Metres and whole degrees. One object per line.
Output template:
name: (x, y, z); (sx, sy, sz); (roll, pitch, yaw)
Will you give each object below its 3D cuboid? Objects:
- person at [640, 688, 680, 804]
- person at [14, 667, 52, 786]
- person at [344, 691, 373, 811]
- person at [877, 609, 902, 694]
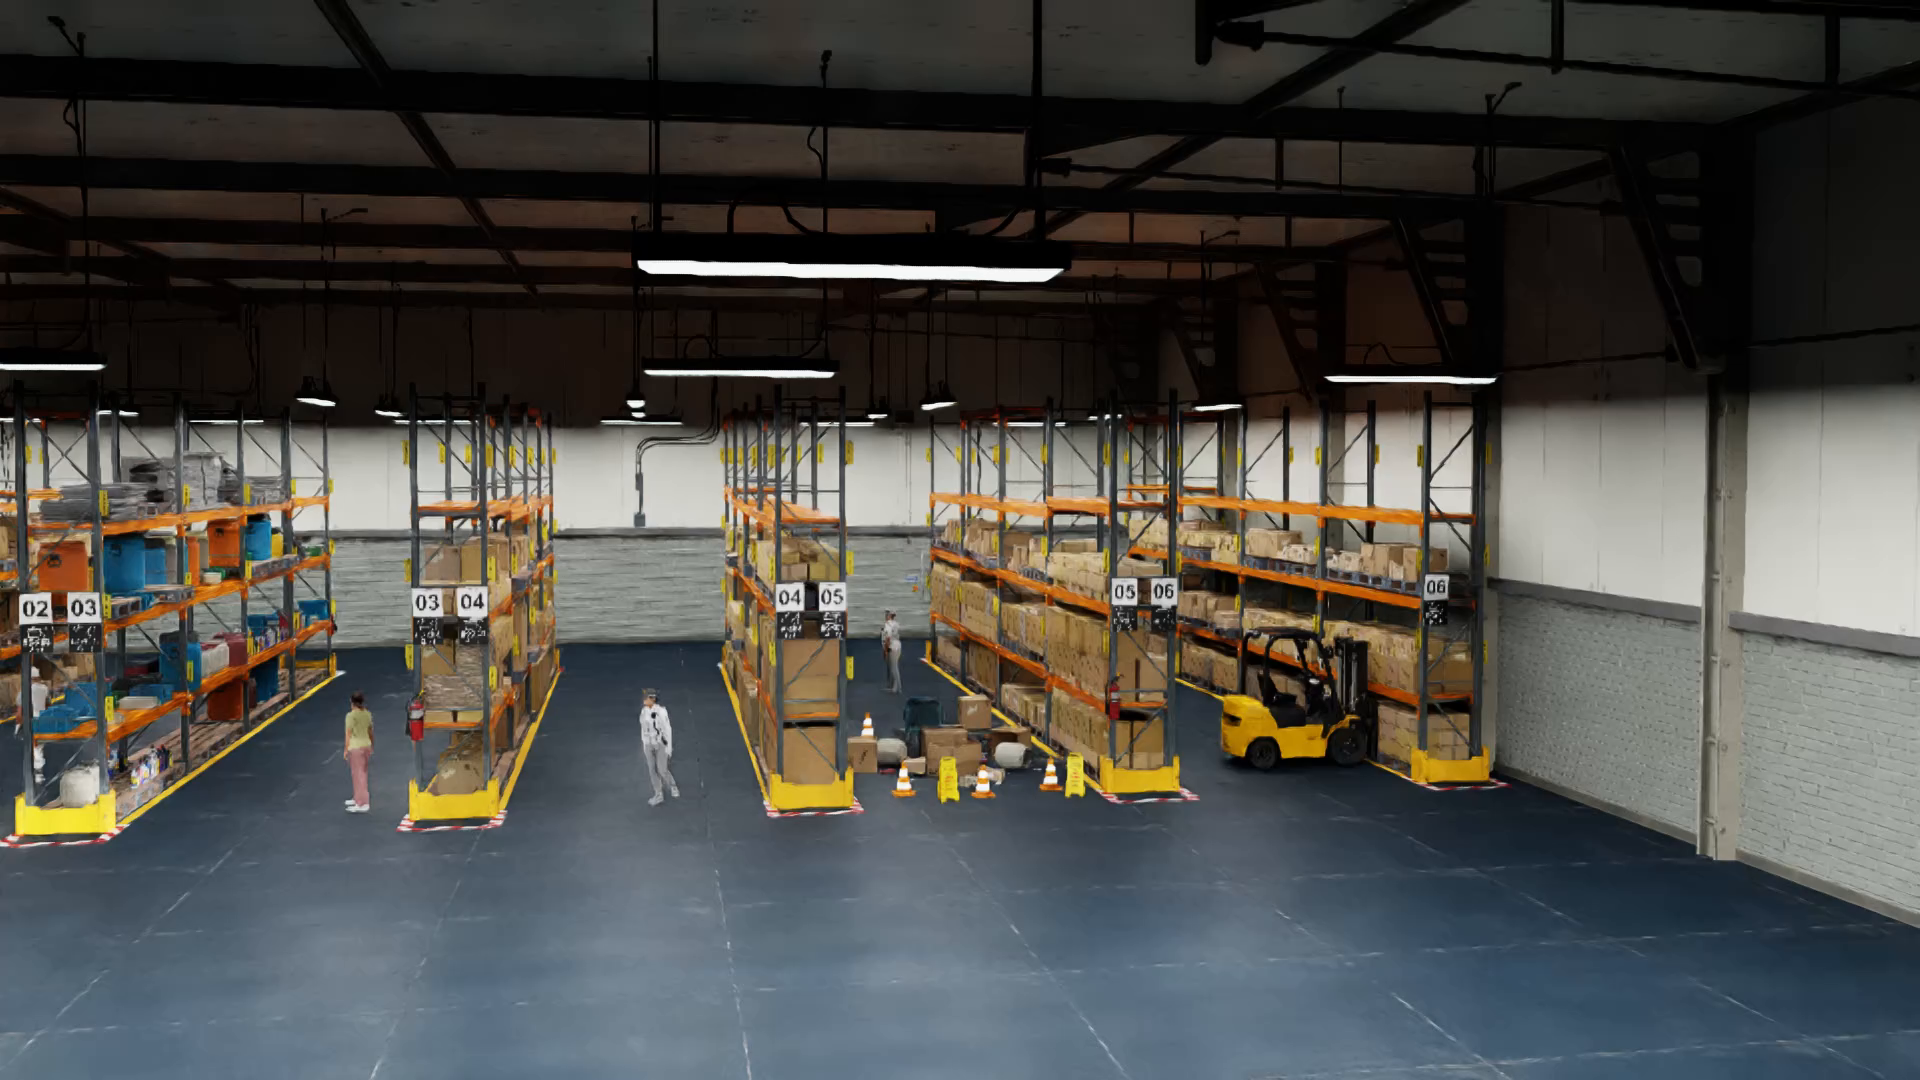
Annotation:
person: (-4.348, 2.956, 24.022); (0.533, 1.669, 0.512); (1, 3, 27)
person: (-14.102, 2.812, 25.300); (0.583, 1.786, 0.654); (1, 3, 14)
person: (-8.535, 2.973, 23.501); (0.564, 1.639, 0.561); (1, 3, 19)
person: (-1.488, 2.334, 35.113); (0.597, 1.746, 0.668); (1, 3, 13)
